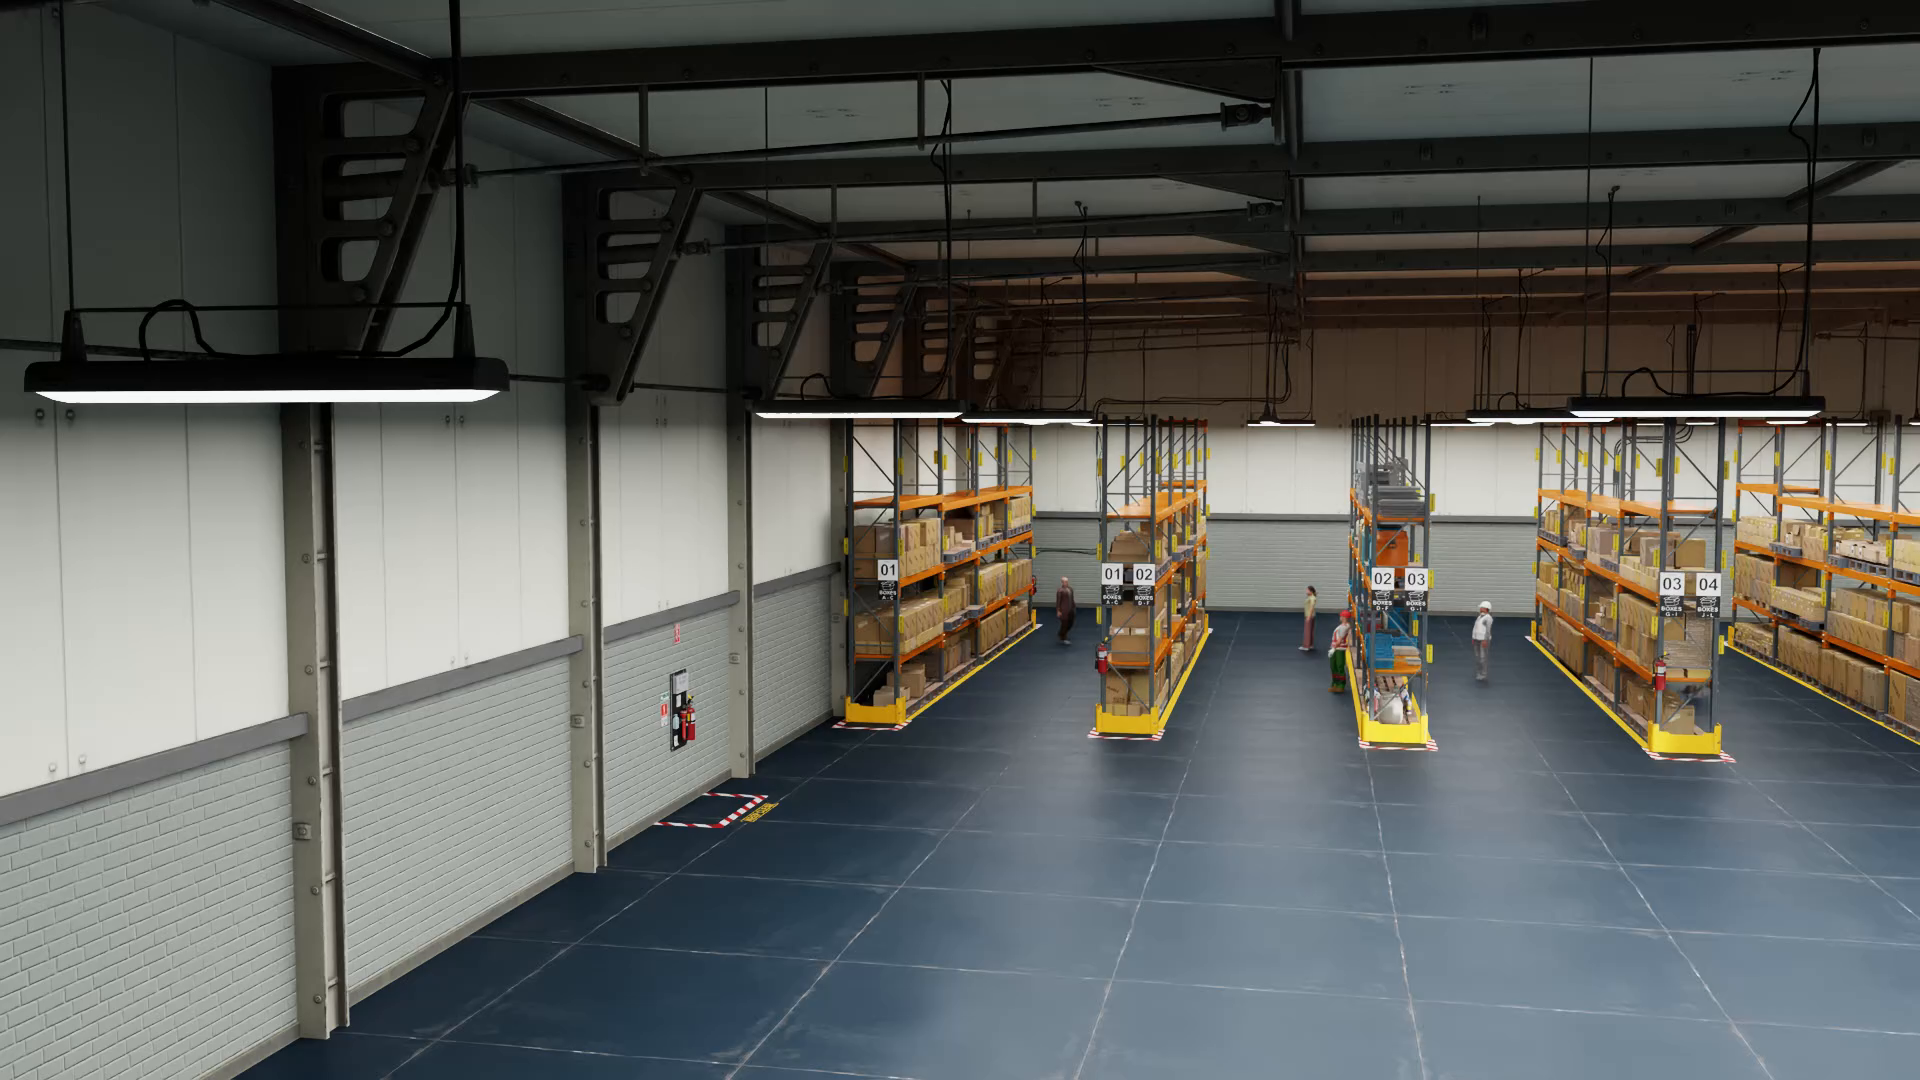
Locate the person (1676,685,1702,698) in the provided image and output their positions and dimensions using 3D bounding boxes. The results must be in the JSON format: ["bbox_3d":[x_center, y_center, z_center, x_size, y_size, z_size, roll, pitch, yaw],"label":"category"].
[{"bbox_3d":[15.648,2.500,35.599,0.597,1.720,0.553,2,4,28],"label":"person"}]

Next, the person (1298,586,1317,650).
[{"bbox_3d":[9.013,2.020,43.110,0.438,1.676,0.495,1,4,18],"label":"person"}]

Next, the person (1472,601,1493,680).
[{"bbox_3d":[12.003,2.304,38.250,0.517,1.784,0.546,-2,4,-28],"label":"person"}]

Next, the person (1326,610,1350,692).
[{"bbox_3d":[8.216,2.430,36.166,0.618,1.817,0.568,-1,4,-15],"label":"person"}]

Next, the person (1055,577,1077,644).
[{"bbox_3d":[2.794,1.879,44.394,0.656,1.781,0.545,-4,5,-43],"label":"person"}]
